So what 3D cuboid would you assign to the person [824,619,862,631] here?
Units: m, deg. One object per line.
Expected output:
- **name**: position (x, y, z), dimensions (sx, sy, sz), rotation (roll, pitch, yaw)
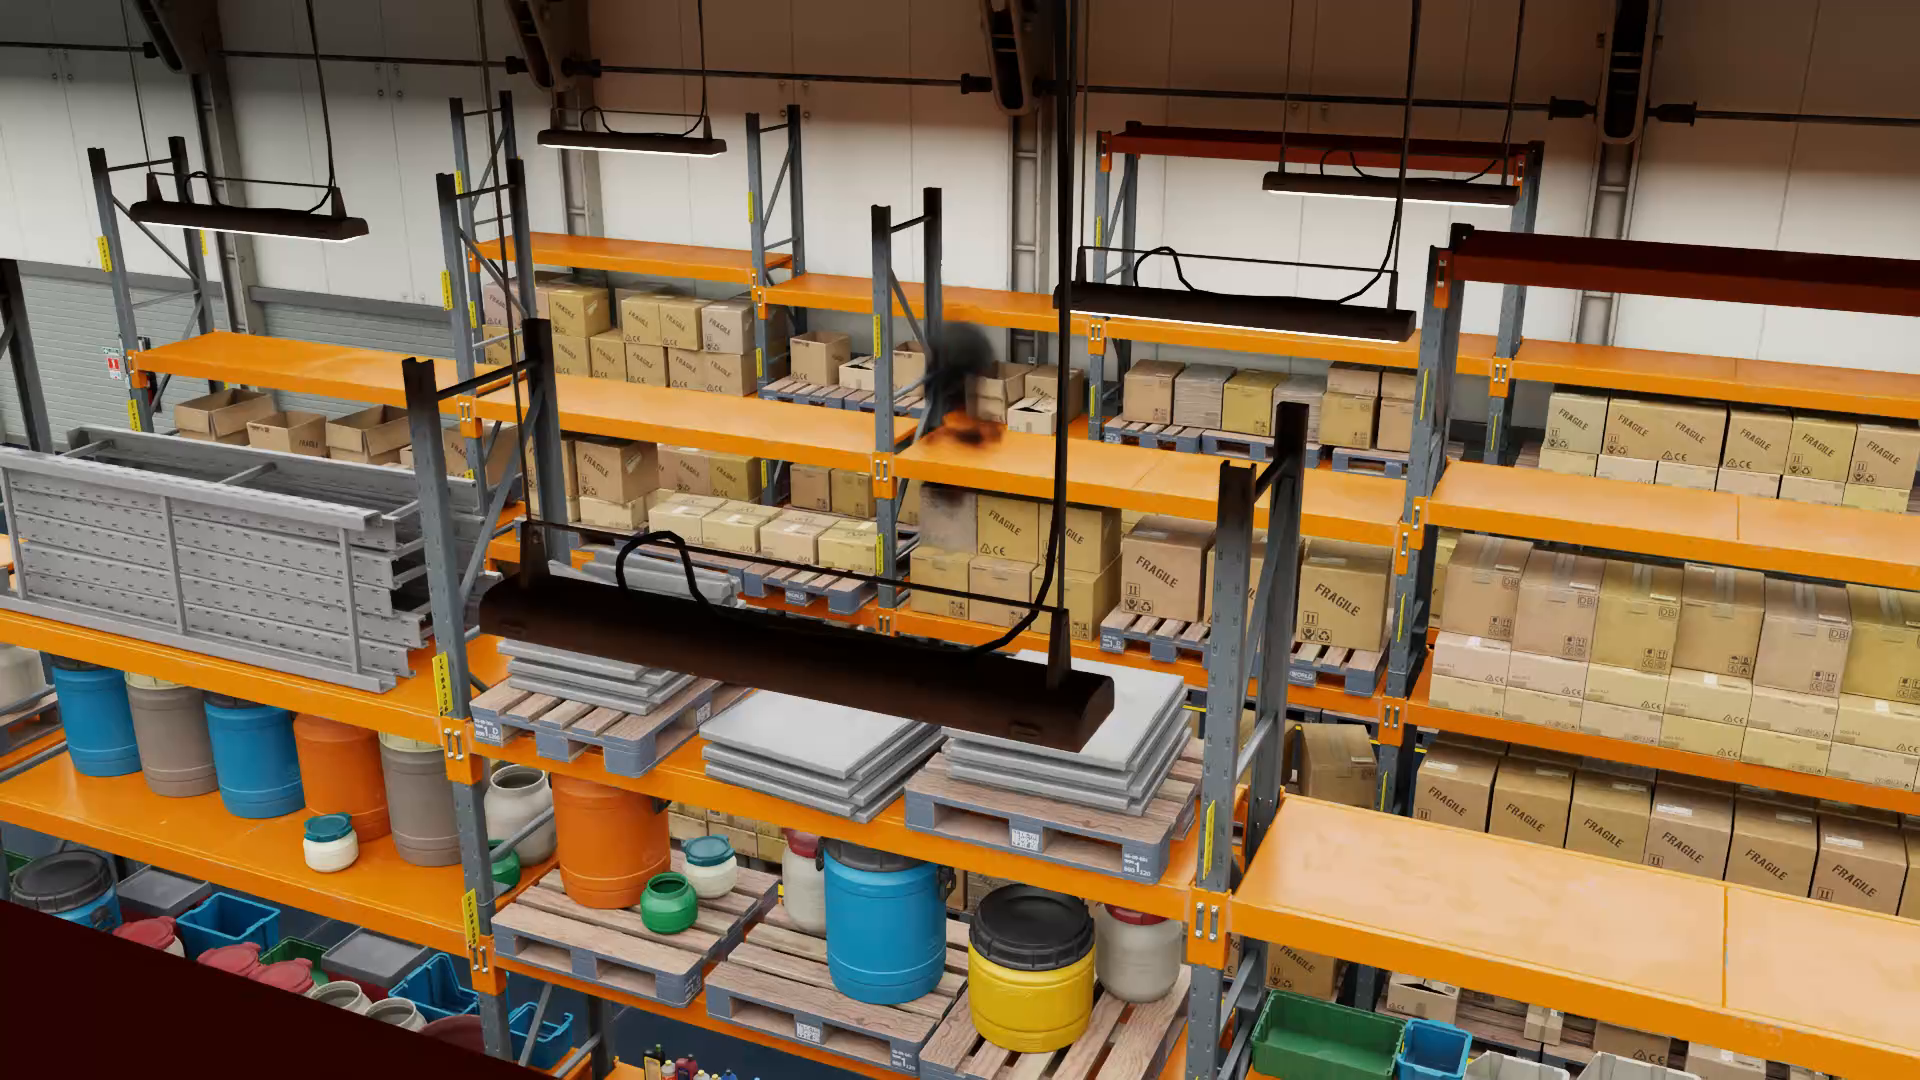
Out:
- **person**: position (-1.160, 1.171, 17.443), dimensions (0.972, 1.520, 0.573), rotation (2, 21, 6)
